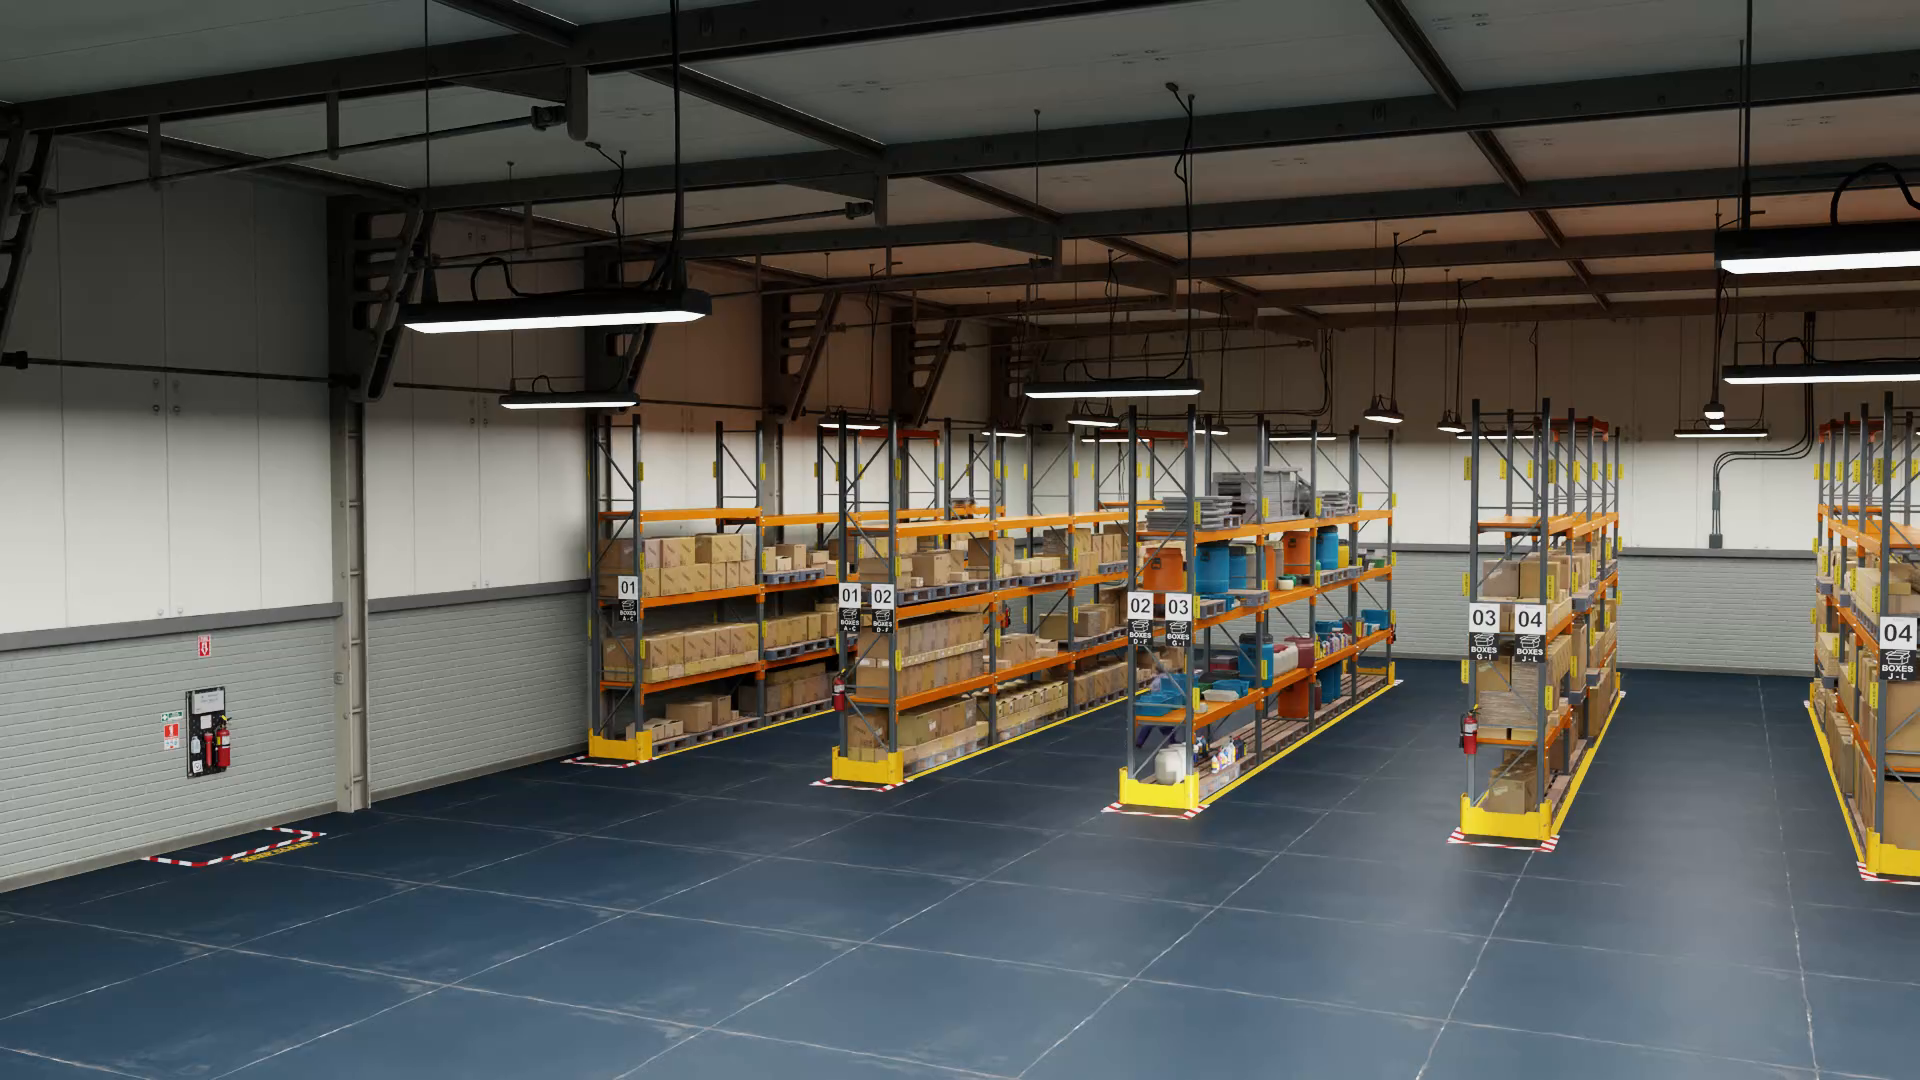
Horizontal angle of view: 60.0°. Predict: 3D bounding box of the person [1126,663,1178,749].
[{"bbox_3d":[3.459,2.969,29.620,0.943,1.597,0.486,-1,2,-15],"label":"person"}]
